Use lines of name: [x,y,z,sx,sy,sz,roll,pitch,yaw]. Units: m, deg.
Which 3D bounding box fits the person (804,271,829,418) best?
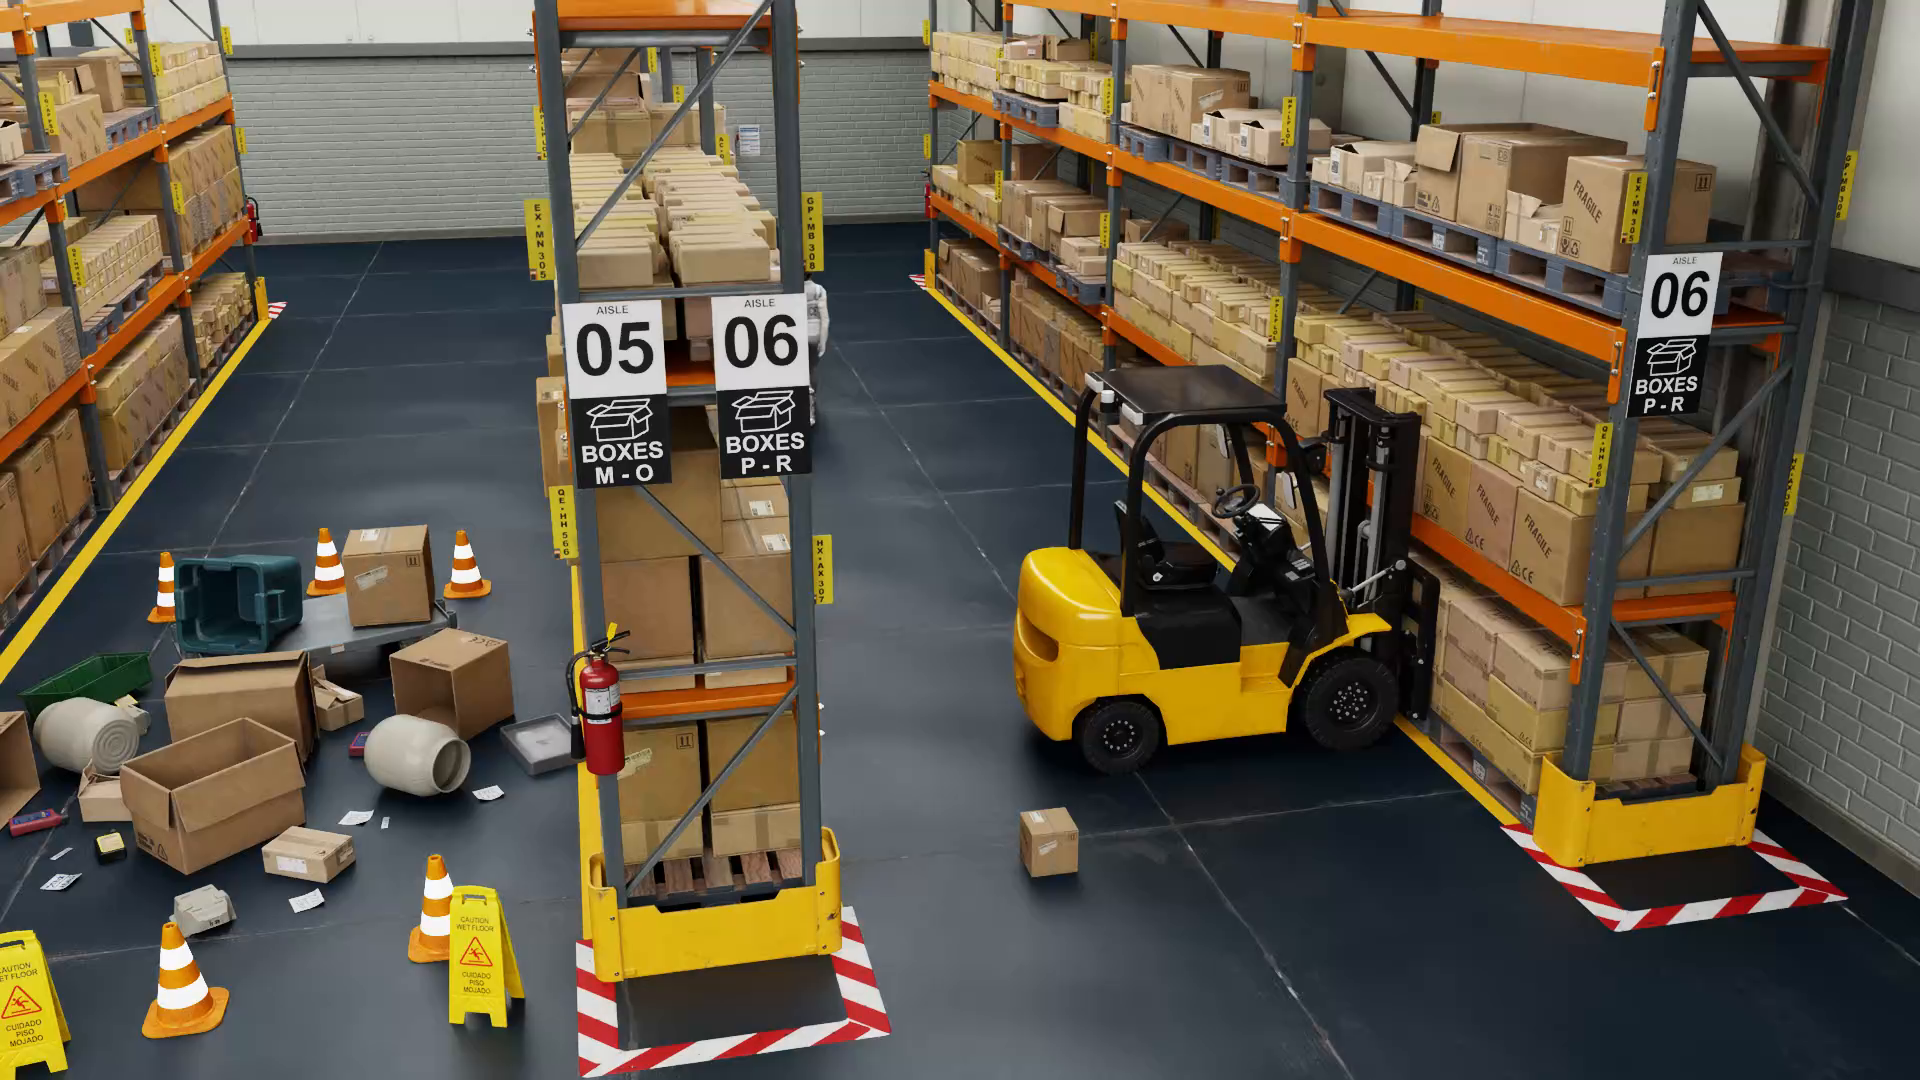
person: [-1.581,-2.086,16.821,0.473,1.634,1.004,-5,20,-14]
